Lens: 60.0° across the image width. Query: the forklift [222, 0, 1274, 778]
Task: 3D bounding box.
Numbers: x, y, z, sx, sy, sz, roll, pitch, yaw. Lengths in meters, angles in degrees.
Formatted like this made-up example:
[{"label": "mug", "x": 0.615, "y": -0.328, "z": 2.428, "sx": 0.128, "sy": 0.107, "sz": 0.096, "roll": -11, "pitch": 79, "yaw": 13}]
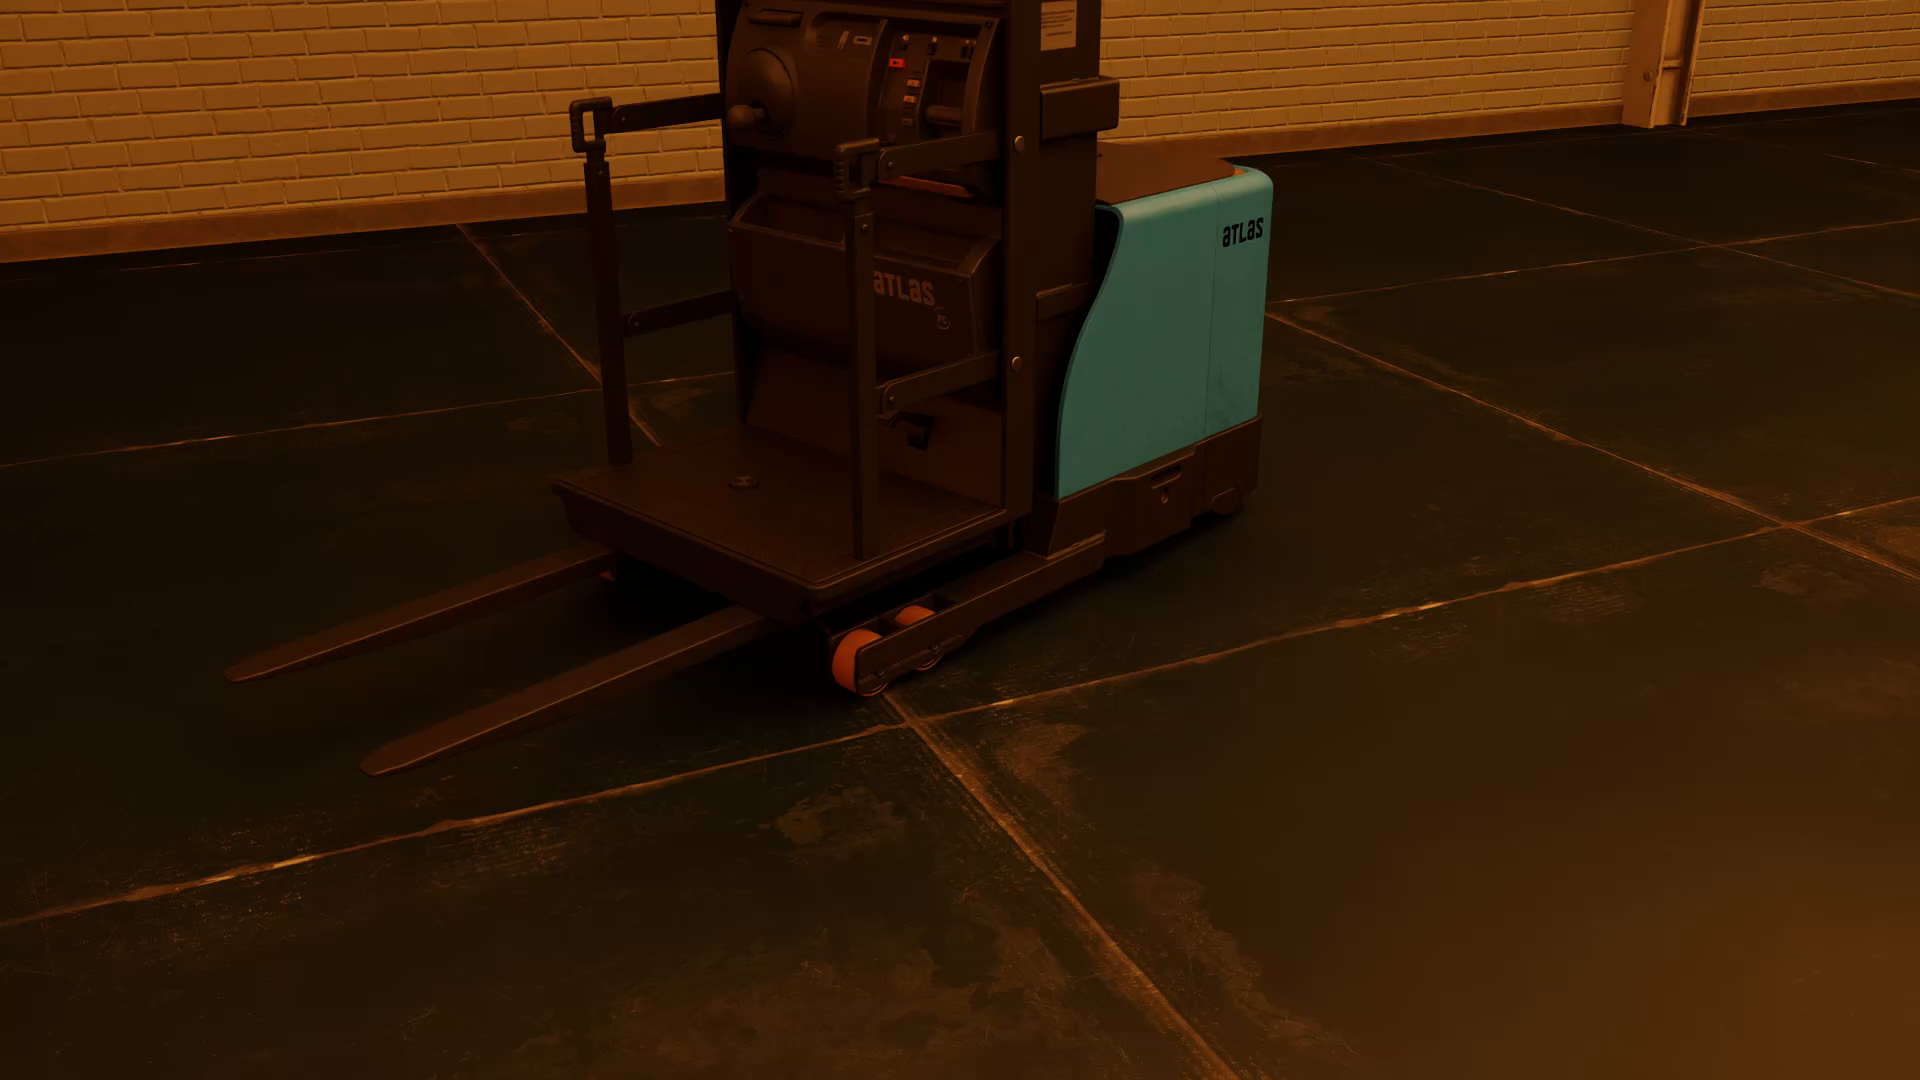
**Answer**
[{"label": "forklift", "x": -0.413, "y": -1.182, "z": 4.131, "sx": 1.130, "sy": 2.935, "sz": 3.031, "roll": 19, "pitch": 29, "yaw": 39}]
